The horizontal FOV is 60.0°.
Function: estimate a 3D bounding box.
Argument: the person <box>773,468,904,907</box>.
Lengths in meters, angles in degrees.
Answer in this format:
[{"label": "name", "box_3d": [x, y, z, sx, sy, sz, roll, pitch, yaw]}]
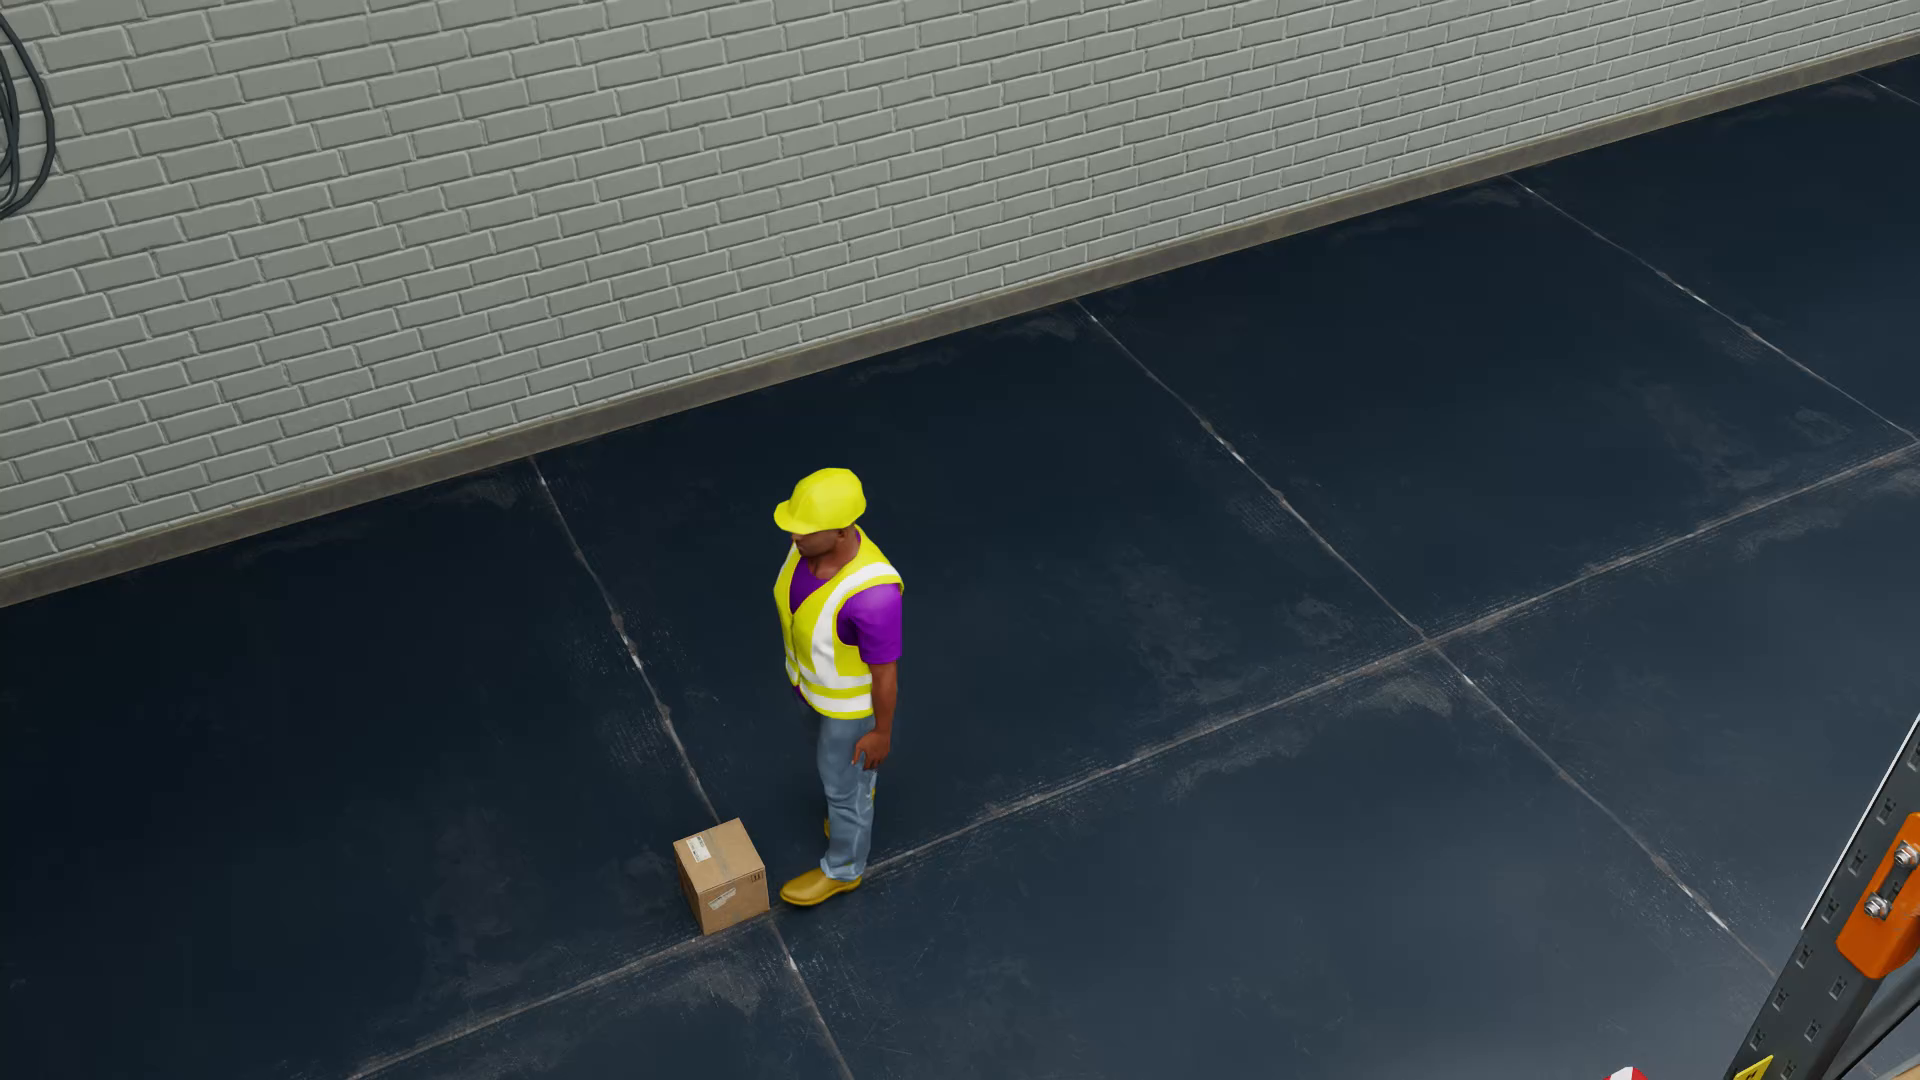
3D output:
[{"label": "person", "box_3d": [-0.449, 0.500, 5.564, 0.564, 1.773, 0.594, -22, 46, -24]}]
